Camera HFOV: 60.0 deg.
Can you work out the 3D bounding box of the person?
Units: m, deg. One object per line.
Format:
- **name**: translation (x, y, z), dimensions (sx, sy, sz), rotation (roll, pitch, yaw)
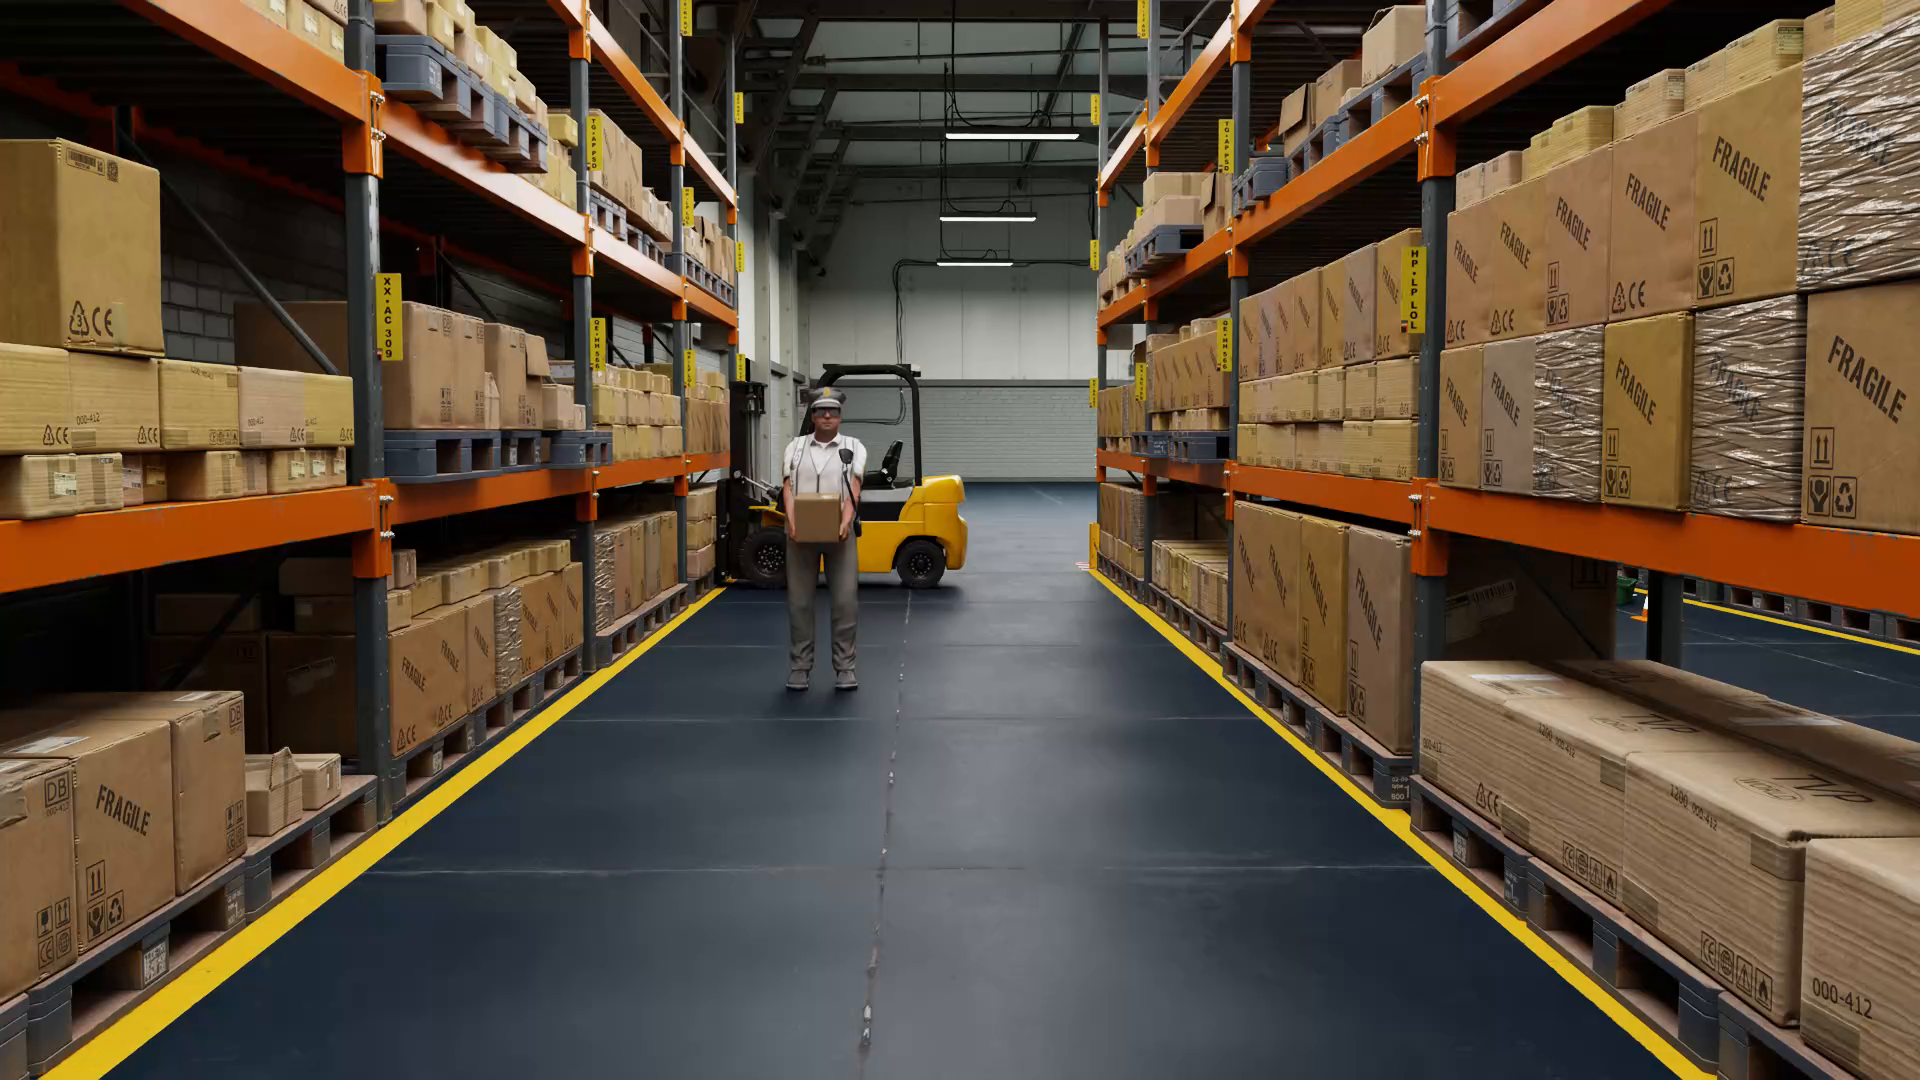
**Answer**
- **person**: translation (-0.797, -0.013, 9.735), dimensions (0.494, 1.766, 0.565), rotation (0, 4, -1)
